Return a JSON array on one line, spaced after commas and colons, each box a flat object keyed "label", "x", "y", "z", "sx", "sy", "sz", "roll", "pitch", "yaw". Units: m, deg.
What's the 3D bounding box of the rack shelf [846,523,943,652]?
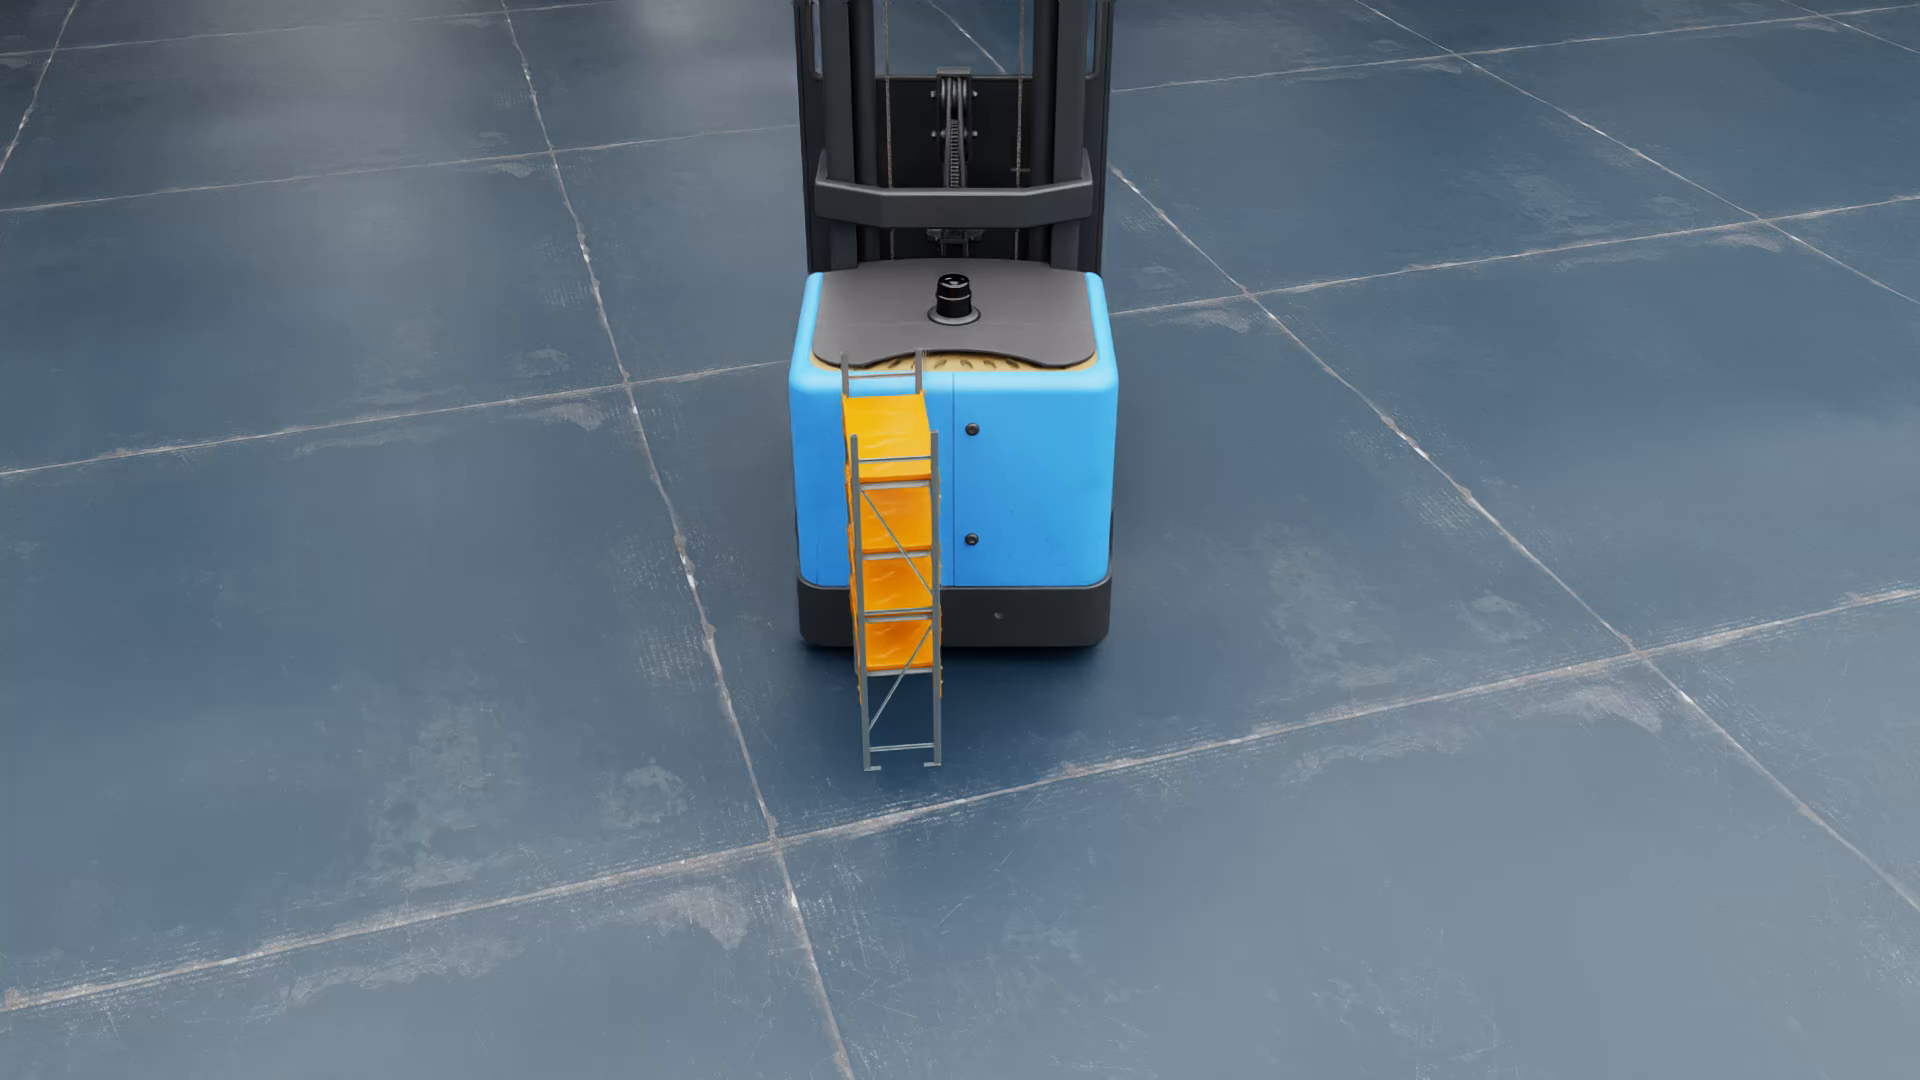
[{"label": "rack shelf", "x": -0.206, "y": 0.131, "z": 5.084, "sx": 0.258, "sy": 0.148, "sz": 0.480, "roll": -3, "pitch": 34, "yaw": -5}]

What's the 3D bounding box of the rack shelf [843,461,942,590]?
[{"label": "rack shelf", "x": -0.206, "y": -0.055, "z": 4.960, "sx": 0.258, "sy": 0.148, "sz": 0.480, "roll": -3, "pitch": 34, "yaw": -5}]

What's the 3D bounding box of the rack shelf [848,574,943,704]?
[{"label": "rack shelf", "x": -0.206, "y": 0.296, "z": 5.194, "sx": 0.258, "sy": 0.148, "sz": 0.480, "roll": -3, "pitch": 34, "yaw": -5}]

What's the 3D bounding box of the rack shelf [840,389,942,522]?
[{"label": "rack shelf", "x": -0.206, "y": -0.252, "z": 4.829, "sx": 0.258, "sy": 0.148, "sz": 0.480, "roll": -3, "pitch": 34, "yaw": -5}]

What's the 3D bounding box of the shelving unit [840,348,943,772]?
[{"label": "shelving unit", "x": -0.206, "y": 0.075, "z": 5.047, "sx": 0.258, "sy": 1.200, "sz": 0.503, "roll": -3, "pitch": 34, "yaw": -5}]

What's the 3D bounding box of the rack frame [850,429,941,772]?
[{"label": "rack frame", "x": -0.179, "y": 0.209, "z": 4.845, "sx": 0.240, "sy": 1.200, "sz": 0.015, "roll": -3, "pitch": 34, "yaw": -5}]

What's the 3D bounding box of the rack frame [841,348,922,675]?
[{"label": "rack frame", "x": -0.233, "y": -0.060, "z": 5.249, "sx": 0.240, "sy": 1.200, "sz": 0.015, "roll": -3, "pitch": 34, "yaw": -5}]

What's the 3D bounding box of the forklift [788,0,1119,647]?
[{"label": "forklift", "x": -0.021, "y": -1.639, "z": 6.072, "sx": 1.130, "sy": 2.935, "sz": 3.031, "roll": 0, "pitch": 33, "yaw": 0}]
